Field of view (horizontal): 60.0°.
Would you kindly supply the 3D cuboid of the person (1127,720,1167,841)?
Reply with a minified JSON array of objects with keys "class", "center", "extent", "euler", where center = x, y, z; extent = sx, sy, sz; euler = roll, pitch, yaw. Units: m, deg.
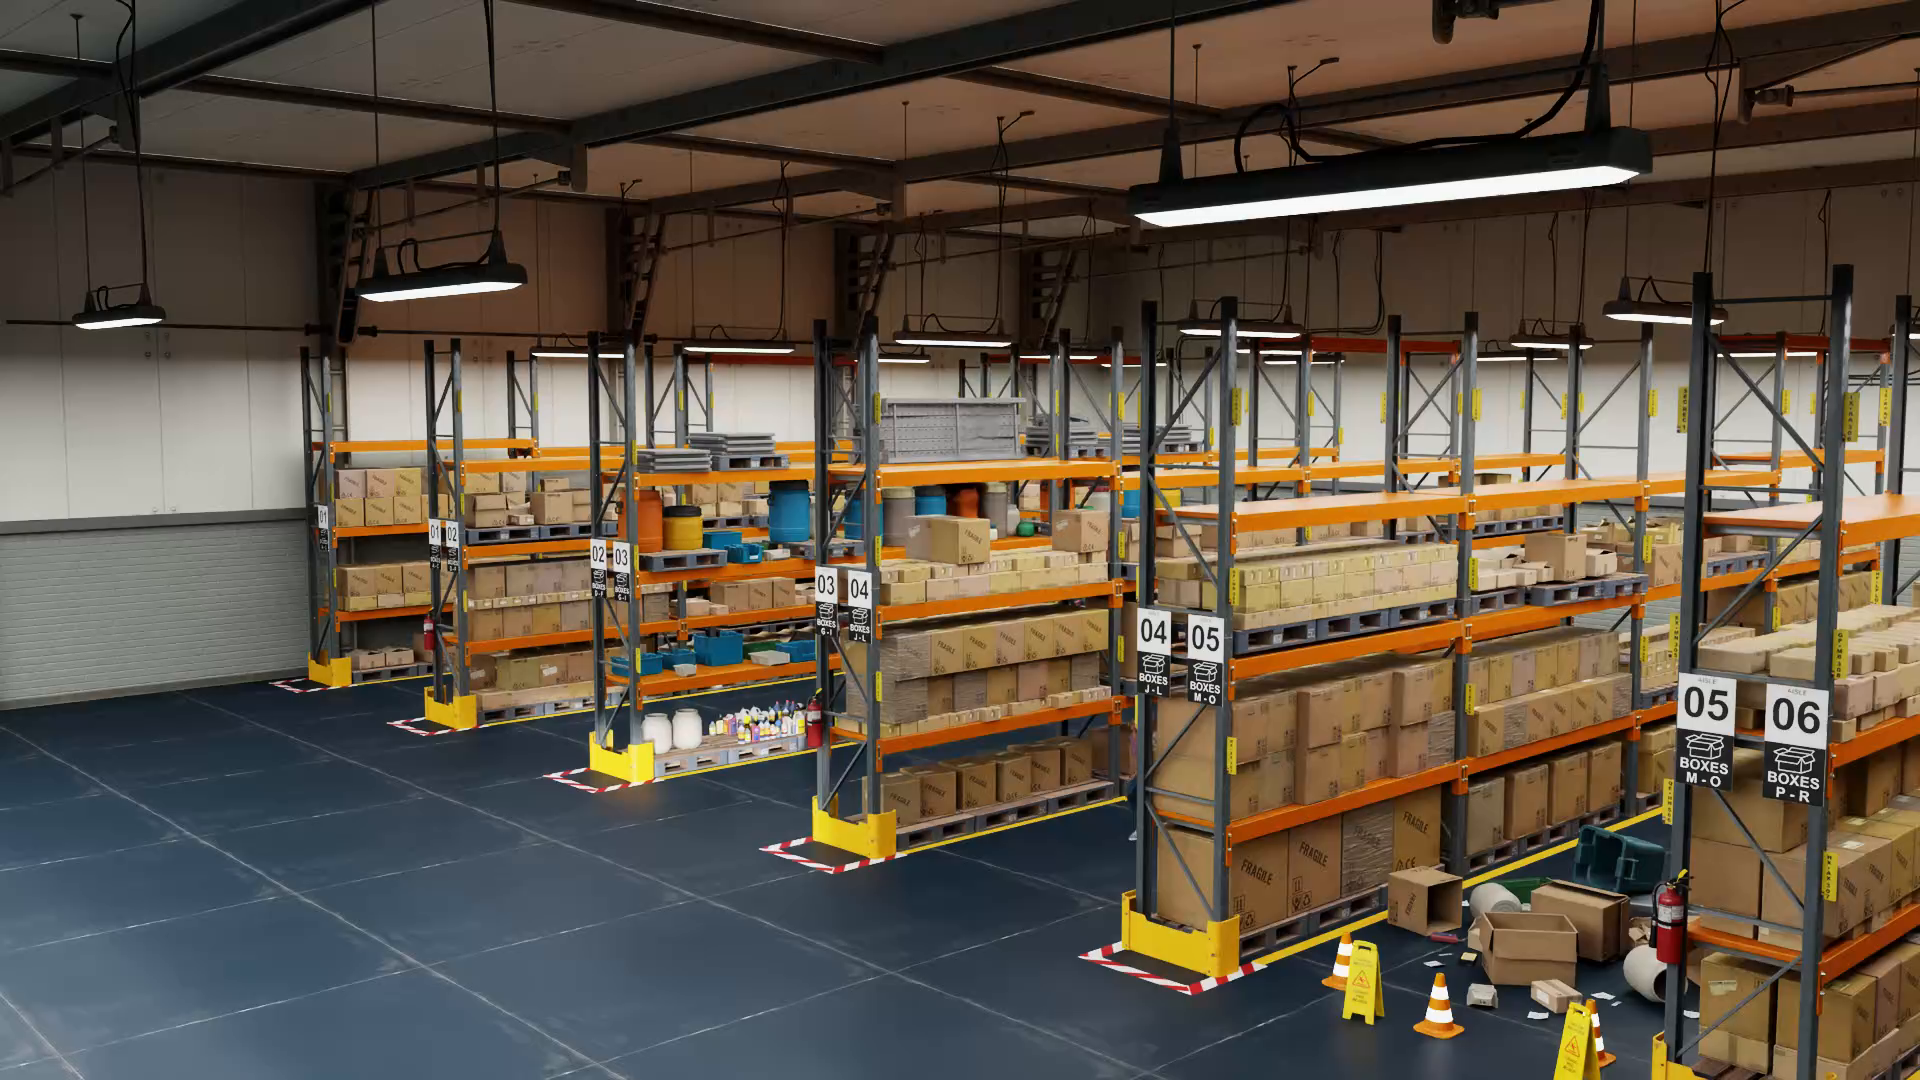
[{"class":"person","center":[2.268,2.739,19.366],"extent":[0.516,1.409,0.964],"euler":[5,7,42]}]
